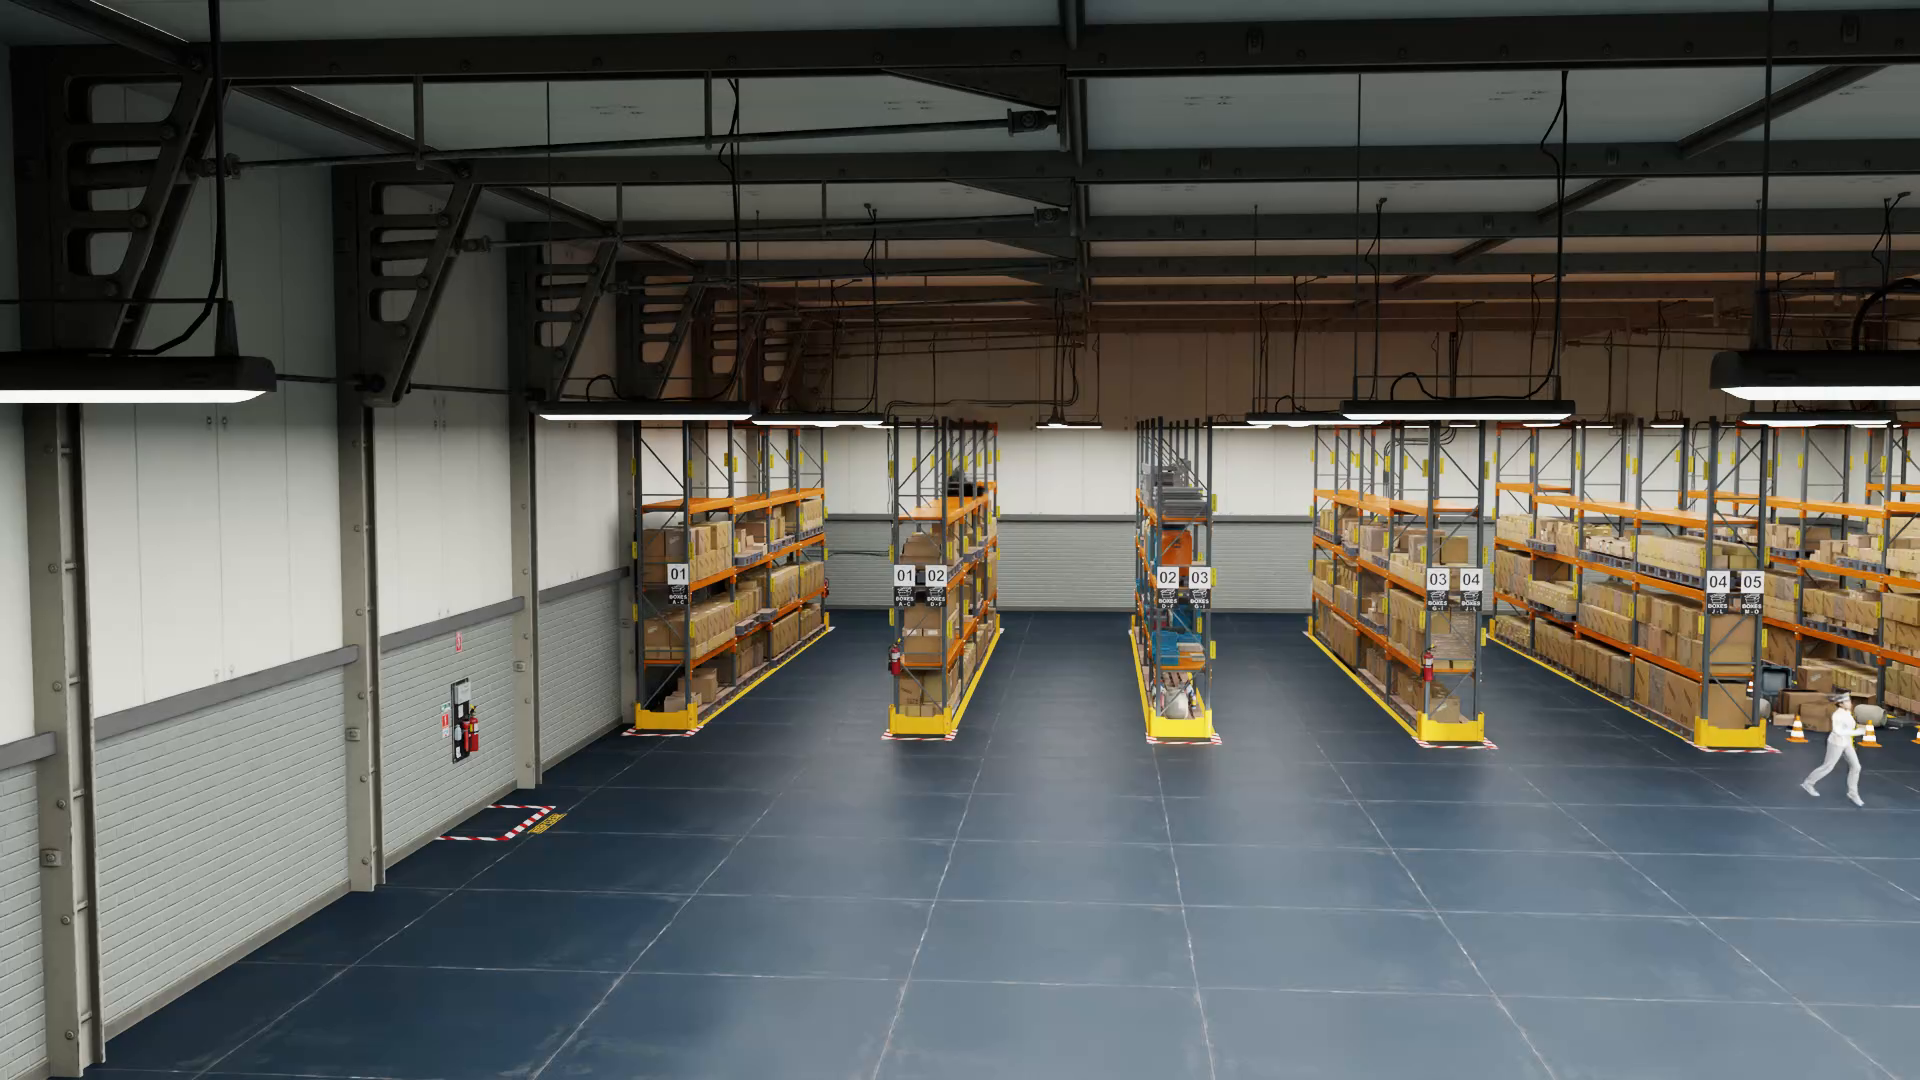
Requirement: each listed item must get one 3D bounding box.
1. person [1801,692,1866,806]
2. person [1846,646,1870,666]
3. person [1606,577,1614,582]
[{"bbox_3d":[13.553,3.201,25.716,0.625,1.748,0.880,-3,5,-39],"label":"person"},{"bbox_3d":[21.441,2.272,39.649,0.642,1.787,0.763,0,4,2],"label":"person"},{"bbox_3d":[18.605,1.844,47.353,0.567,1.612,0.555,1,4,10],"label":"person"}]
